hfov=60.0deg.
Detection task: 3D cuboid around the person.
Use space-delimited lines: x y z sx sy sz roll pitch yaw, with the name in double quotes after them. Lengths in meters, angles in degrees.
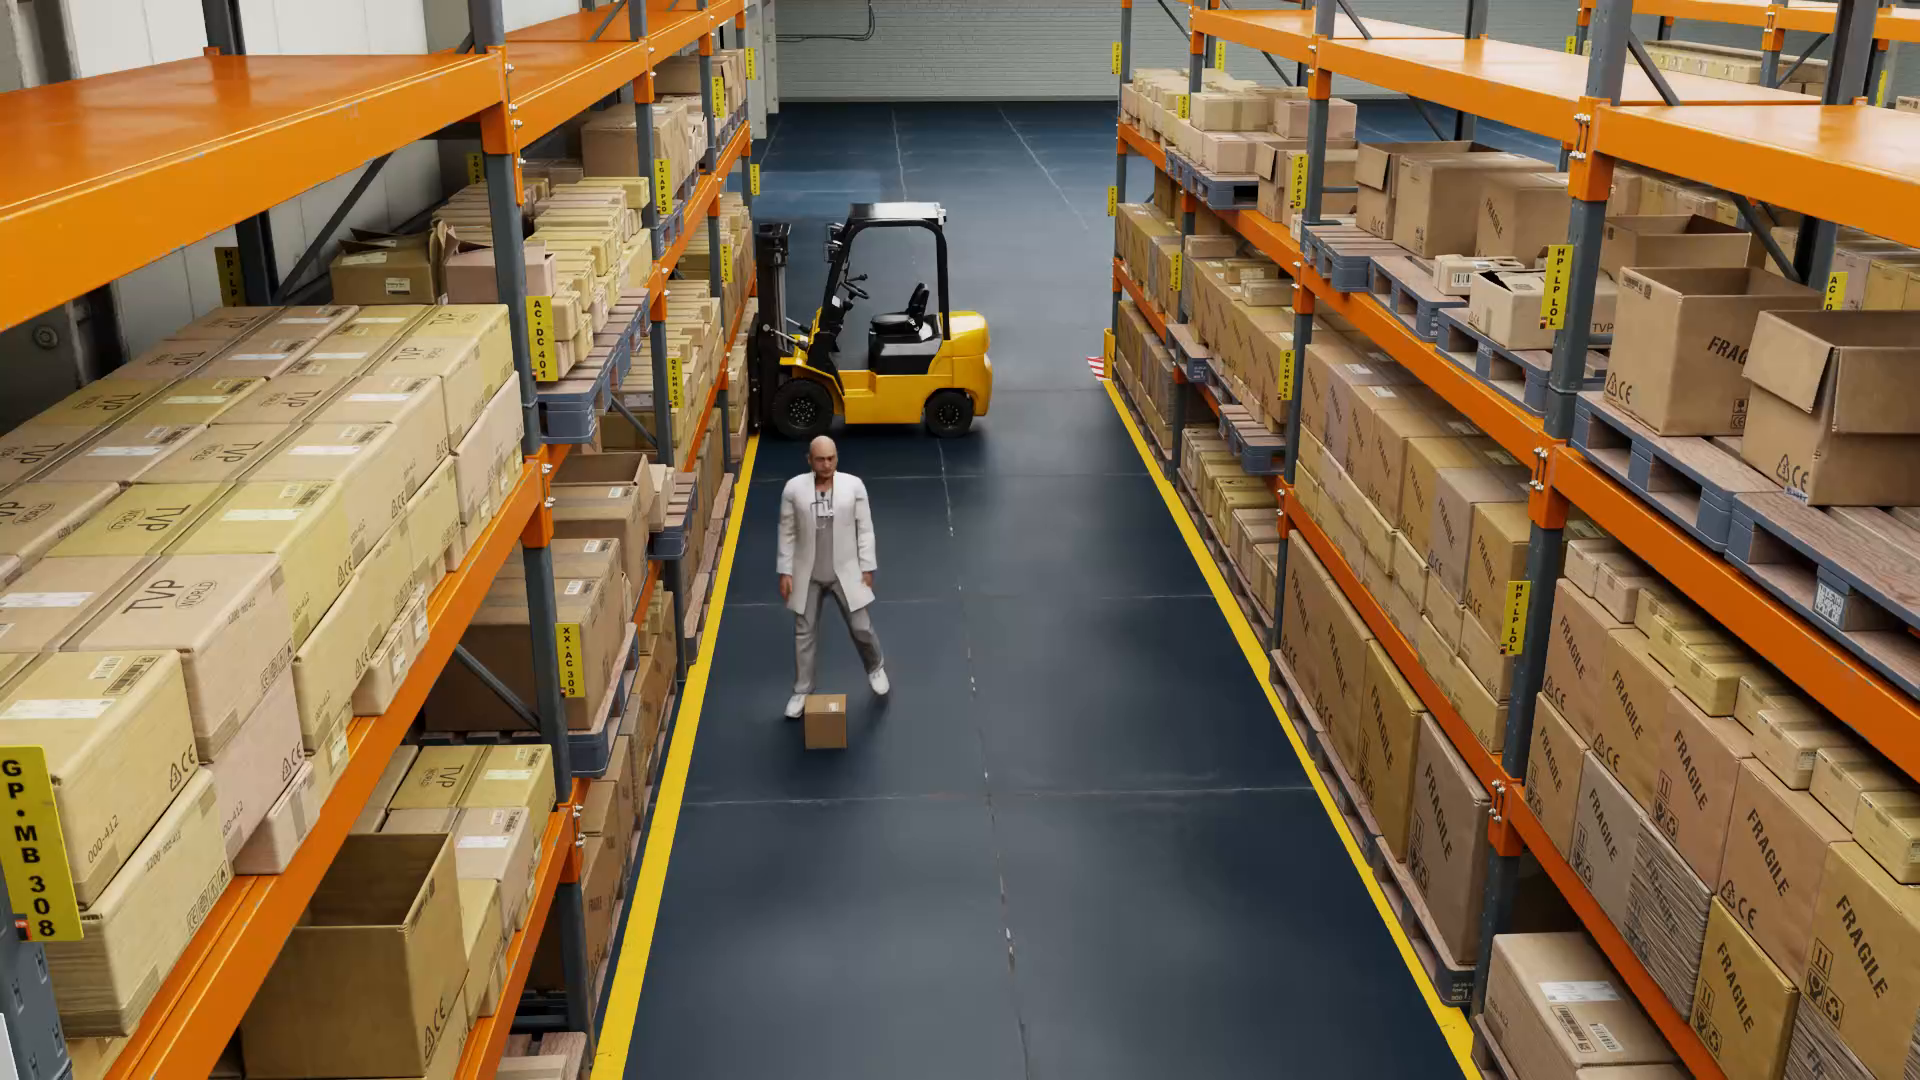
-0.813 0.200 10.500 0.702 1.786 0.600 -1 20 -2 "person"
